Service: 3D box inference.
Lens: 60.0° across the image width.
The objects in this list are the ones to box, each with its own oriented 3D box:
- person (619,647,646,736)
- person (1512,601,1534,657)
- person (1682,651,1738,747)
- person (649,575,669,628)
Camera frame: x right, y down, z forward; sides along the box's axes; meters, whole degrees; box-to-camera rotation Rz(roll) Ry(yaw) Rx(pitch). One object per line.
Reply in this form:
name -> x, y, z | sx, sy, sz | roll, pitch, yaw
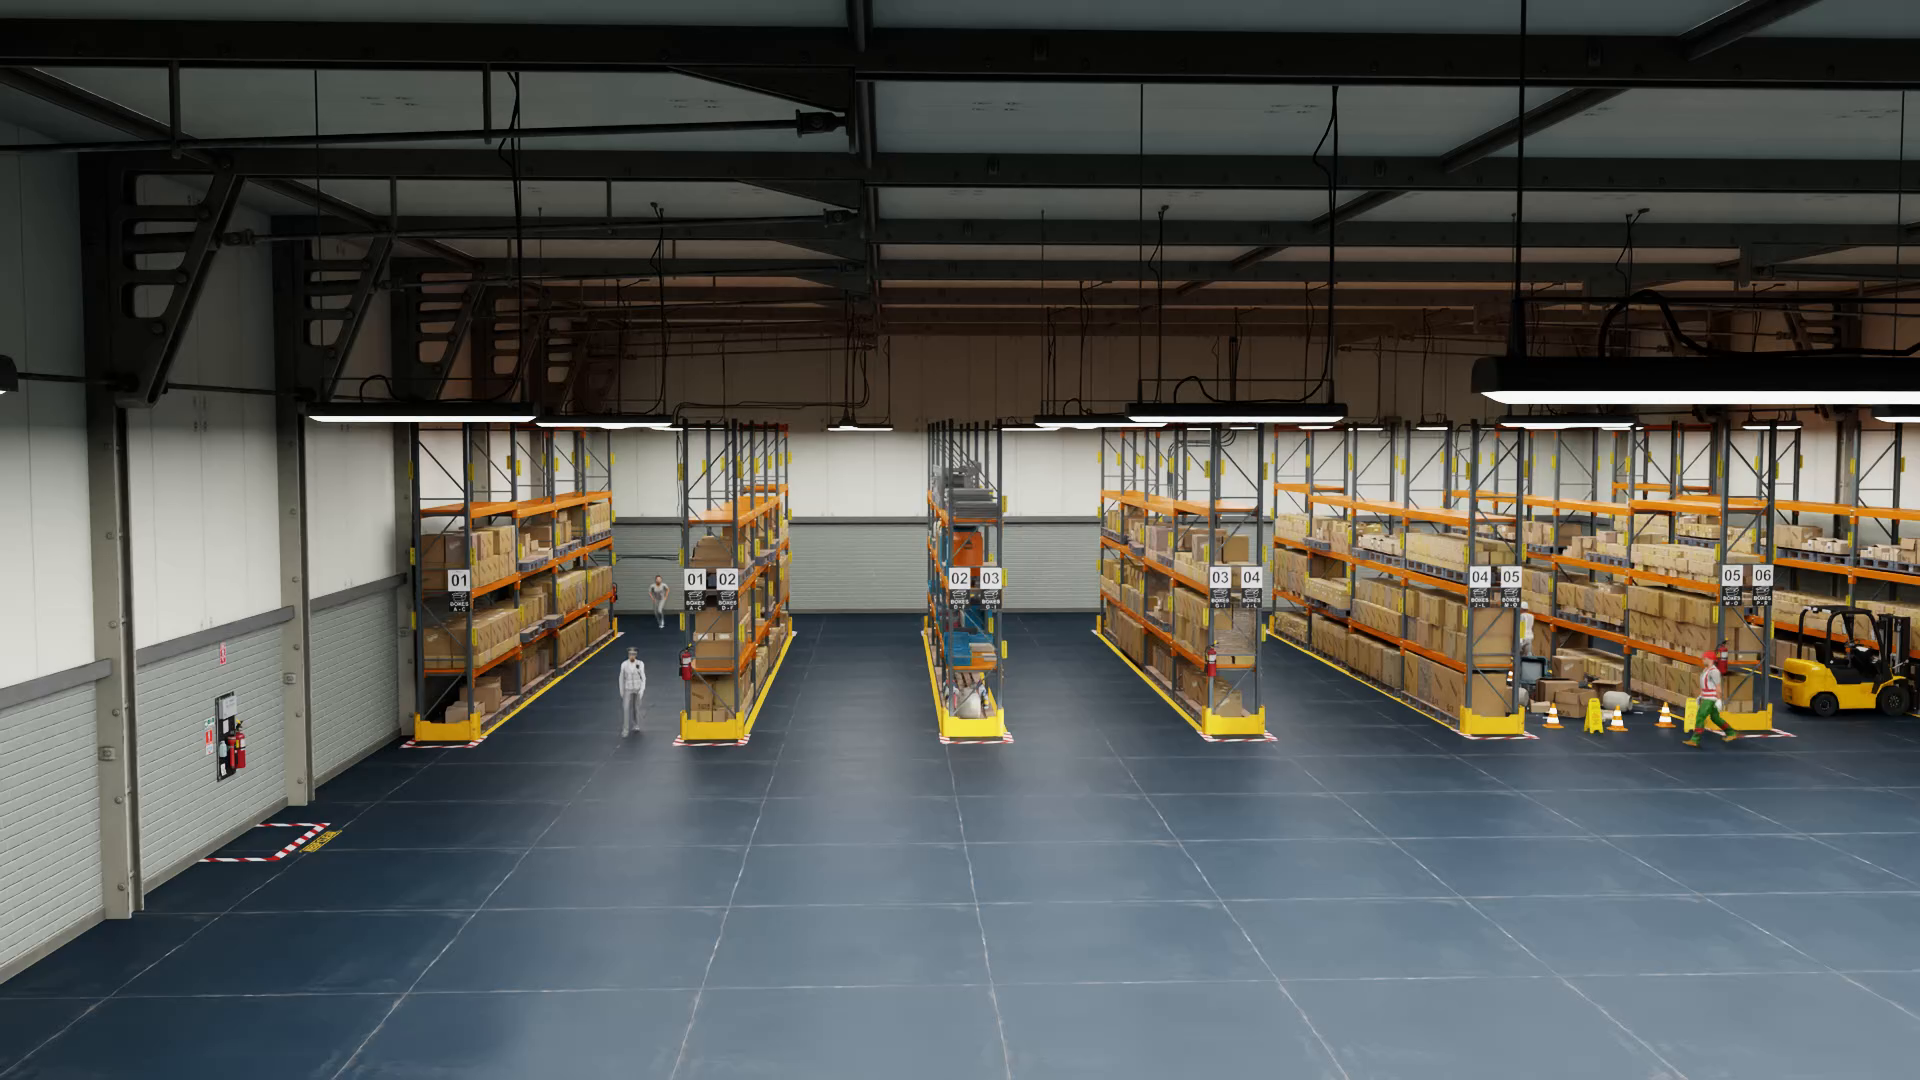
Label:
person -> -6.240, 2.858, 31.687 | 0.507, 1.629, 0.879 | -1, 4, -16
person -> 13.263, 2.357, 38.972 | 0.540, 1.817, 0.556 | -1, 4, -18
person -> 13.726, 2.901, 30.380 | 1.075, 1.748, 0.541 | 0, 4, 1
person -> -8.832, 1.810, 48.855 | 0.535, 1.580, 0.701 | 0, 4, 7
